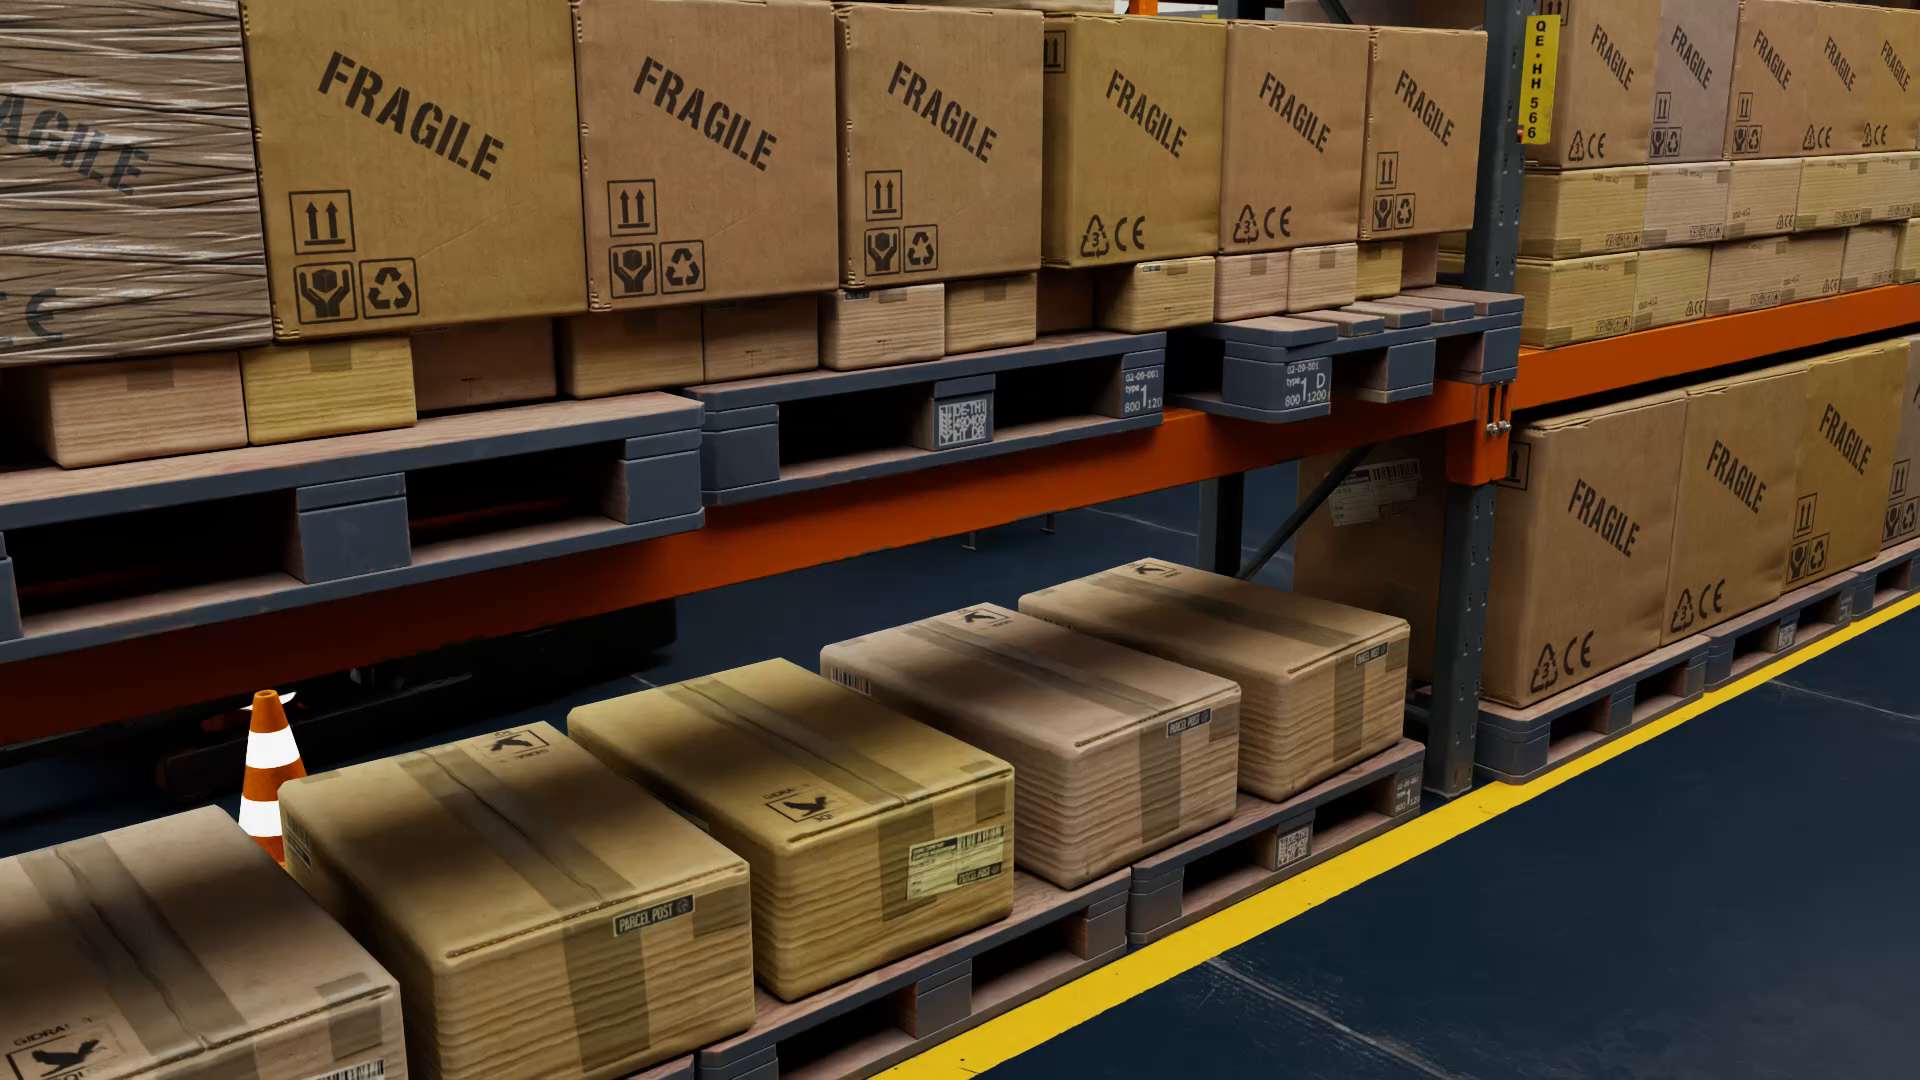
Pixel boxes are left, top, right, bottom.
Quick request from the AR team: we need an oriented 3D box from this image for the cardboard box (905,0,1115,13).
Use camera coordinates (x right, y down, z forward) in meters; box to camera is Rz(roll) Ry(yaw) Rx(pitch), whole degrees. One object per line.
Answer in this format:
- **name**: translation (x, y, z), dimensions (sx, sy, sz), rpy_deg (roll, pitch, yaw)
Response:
- **cardboard box**: translation (0.101, -1.165, 3.457), dimensions (0.250, 0.149, 0.380), rpy_deg (-14, 20, -42)

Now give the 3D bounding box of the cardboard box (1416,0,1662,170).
- **cardboard box**: translation (1.682, -1.356, 4.882), dimensions (0.500, 0.500, 0.500), rpy_deg (-14, 20, -41)

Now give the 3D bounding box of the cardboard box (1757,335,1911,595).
- **cardboard box**: translation (3.076, -0.367, 6.616), dimensions (0.875, 0.875, 0.875), rpy_deg (-12, 19, -38)

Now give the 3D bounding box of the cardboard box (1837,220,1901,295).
- **cardboard box**: translation (3.216, -1.101, 6.349), dimensions (0.500, 0.250, 0.500), rpy_deg (-13, 20, -41)

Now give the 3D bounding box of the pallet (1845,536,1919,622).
- **pallet**: translation (3.635, 0.027, 7.241), dimensions (1.213, 0.211, 1.003), rpy_deg (-13, 19, -39)

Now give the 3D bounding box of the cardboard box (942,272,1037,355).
- **cardboard box**: translation (-0.060, -0.491, 3.447), dimensions (0.250, 0.149, 0.380), rpy_deg (-13, 20, -41)

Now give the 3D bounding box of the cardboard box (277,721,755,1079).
- **cardboard box**: translation (-0.934, 0.744, 3.430), dimensions (0.625, 0.372, 0.950), rpy_deg (-11, 19, -36)

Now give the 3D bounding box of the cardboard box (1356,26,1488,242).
- **cardboard box**: translation (0.989, -1.052, 4.293), dimensions (0.500, 0.500, 0.500), rpy_deg (-13, 20, -41)

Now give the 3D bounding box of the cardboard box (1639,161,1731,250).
- **cardboard box**: translation (2.085, -1.083, 5.312), dimensions (0.500, 0.250, 0.500), rpy_deg (-12, 19, -38)

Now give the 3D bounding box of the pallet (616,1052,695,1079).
- **pallet**: translation (-1.282, 1.104, 3.207), dimensions (1.213, 0.211, 1.003), rpy_deg (-13, 19, -39)

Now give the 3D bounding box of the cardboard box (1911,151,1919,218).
- **cardboard box**: translation (3.622, -1.427, 6.601), dimensions (0.500, 0.250, 0.500), rpy_deg (-12, 19, -38)

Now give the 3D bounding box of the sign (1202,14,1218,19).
- **sign**: translation (0.783, -1.455, 5.142), dimensions (0.005, 0.325, 0.100), rpy_deg (-13, 19, -39)

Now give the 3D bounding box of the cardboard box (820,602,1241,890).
- **cardboard box**: translation (0.165, 0.499, 4.349), dimensions (0.625, 0.372, 0.950), rpy_deg (-13, 20, -40)

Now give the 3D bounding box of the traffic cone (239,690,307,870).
- **traffic cone**: translation (-1.851, 0.632, 4.486), dimensions (0.334, 0.463, 0.336), rpy_deg (-13, 19, -39)

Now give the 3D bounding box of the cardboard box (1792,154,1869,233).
- **cardboard box**: translation (2.860, -1.248, 5.931), dimensions (0.500, 0.250, 0.500), rpy_deg (-12, 19, -38)

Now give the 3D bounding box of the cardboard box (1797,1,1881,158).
- **cardboard box**: translation (2.833, -1.611, 5.838), dimensions (0.500, 0.500, 0.500), rpy_deg (-12, 19, -38)

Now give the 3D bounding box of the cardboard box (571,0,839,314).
- **cardboard box**: translation (-0.567, -0.695, 2.957), dimensions (0.500, 0.500, 0.500), rpy_deg (-13, 20, -40)

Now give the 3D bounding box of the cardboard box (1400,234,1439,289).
- **cardboard box**: translation (1.057, -0.769, 4.488), dimensions (0.250, 0.149, 0.380), rpy_deg (-12, 19, -37)

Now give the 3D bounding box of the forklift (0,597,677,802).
- **forklift**: translation (-2.429, -0.797, 5.054), dimensions (1.130, 2.935, 3.031), rpy_deg (14, 20, 43)

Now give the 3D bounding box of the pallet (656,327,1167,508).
- **pallet**: translation (-0.317, -0.352, 3.628), dimensions (1.213, 0.211, 1.003), rpy_deg (-13, 19, -39)

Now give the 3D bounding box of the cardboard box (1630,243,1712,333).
- **cardboard box**: translation (2.060, -0.840, 5.374), dimensions (0.500, 0.250, 0.500), rpy_deg (-13, 20, -41)

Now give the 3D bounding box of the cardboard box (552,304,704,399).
- **cardboard box**: translation (-0.664, -0.363, 2.971), dimensions (0.250, 0.149, 0.380), rpy_deg (-12, 19, -39)

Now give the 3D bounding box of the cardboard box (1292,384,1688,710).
- **cardboard box**: translation (1.725, -0.066, 5.486), dimensions (0.875, 0.875, 0.875), rpy_deg (-13, 20, -40)

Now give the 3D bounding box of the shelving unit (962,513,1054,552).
- **shelving unit**: translation (0.125, -1.042, 7.584), dimensions (0.503, 2.100, 0.431), rpy_deg (-13, 19, -39)

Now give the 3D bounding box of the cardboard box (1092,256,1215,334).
- **cardboard box**: translation (0.348, -0.567, 3.734), dimensions (0.250, 0.149, 0.380), rpy_deg (-12, 19, -38)

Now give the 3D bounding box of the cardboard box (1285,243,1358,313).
- **cardboard box**: translation (0.741, -0.658, 4.073), dimensions (0.250, 0.149, 0.380), rpy_deg (-13, 20, -40)

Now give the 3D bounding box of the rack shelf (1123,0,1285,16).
- **rack shelf**: translation (2.350, -3.853, 11.944), dimensions (4.000, 0.370, 1.077), rpy_deg (-13, 19, -39)

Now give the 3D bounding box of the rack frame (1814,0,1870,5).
- **rack frame**: translation (4.167, -1.466, 7.426), dimensions (0.127, 3.000, 1.000), rpy_deg (-13, 19, -39)

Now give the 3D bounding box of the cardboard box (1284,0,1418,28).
- **cardboard box**: translation (1.368, -1.458, 5.266), dimensions (0.500, 0.500, 0.500), rpy_deg (-13, 20, -41)

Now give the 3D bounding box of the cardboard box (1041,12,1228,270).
- **cardboard box**: translation (0.226, -0.877, 3.636), dimensions (0.500, 0.500, 0.500), rpy_deg (-14, 21, -43)

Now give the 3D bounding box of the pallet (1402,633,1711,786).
- **pallet**: translation (1.794, 0.440, 5.694), dimensions (1.213, 0.211, 1.003), rpy_deg (-13, 19, -39)

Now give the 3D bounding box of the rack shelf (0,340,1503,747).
- **rack shelf**: translation (-0.359, -0.102, 3.713), dimensions (4.000, 0.370, 1.077), rpy_deg (-13, 19, -39)

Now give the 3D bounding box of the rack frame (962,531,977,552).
- **rack frame**: translation (-0.059, -1.001, 7.429), dimensions (0.015, 2.100, 0.400), rpy_deg (-13, 19, -39)

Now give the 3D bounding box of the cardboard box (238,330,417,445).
- **cardboard box**: translation (-1.049, -0.265, 2.603), dimensions (0.250, 0.149, 0.380), rpy_deg (-12, 19, -38)
